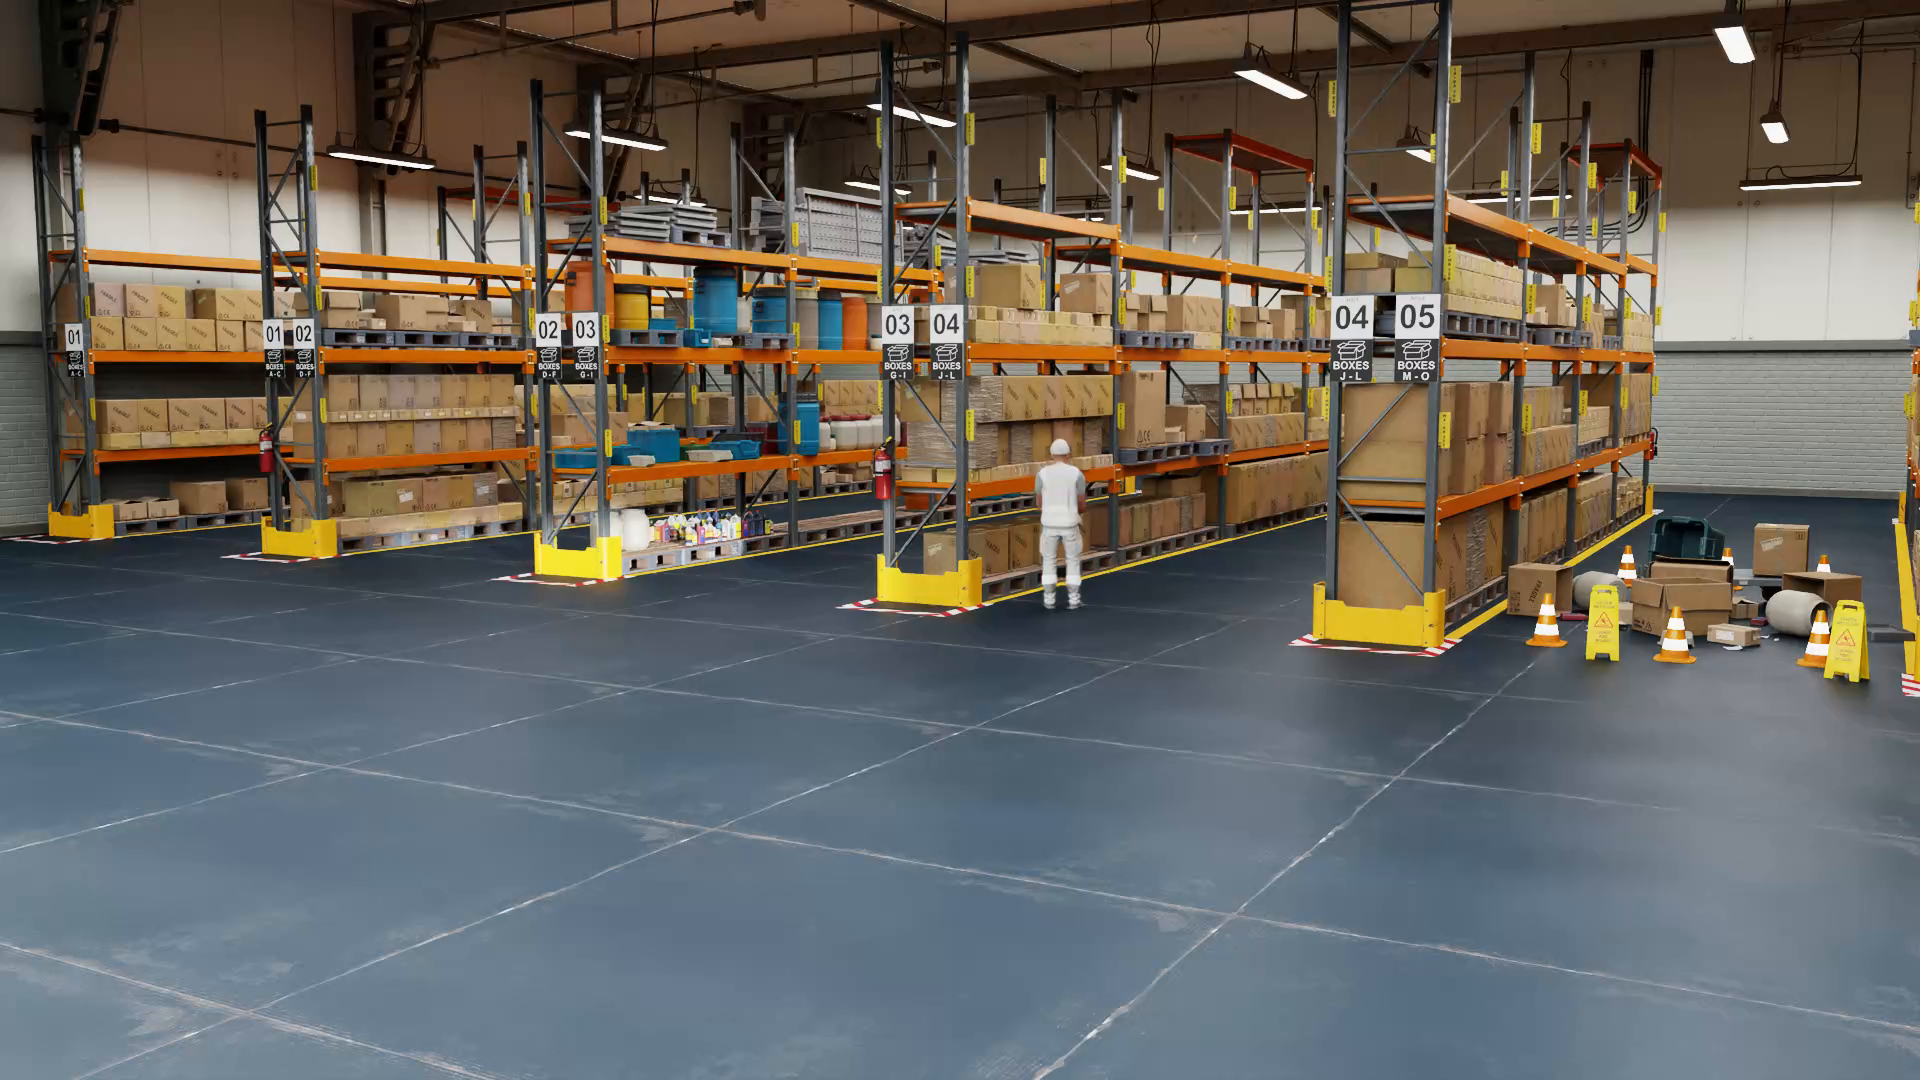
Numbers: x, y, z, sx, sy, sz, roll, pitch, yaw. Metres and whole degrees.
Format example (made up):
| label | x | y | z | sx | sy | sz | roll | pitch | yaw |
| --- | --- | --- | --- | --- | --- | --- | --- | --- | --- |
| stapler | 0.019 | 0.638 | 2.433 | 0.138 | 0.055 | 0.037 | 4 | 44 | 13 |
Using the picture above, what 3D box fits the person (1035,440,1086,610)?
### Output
| label | x | y | z | sx | sy | sz | roll | pitch | yaw |
| --- | --- | --- | --- | --- | --- | --- | --- | --- | --- |
| person | 1.061 | -0.167 | 17.576 | 0.534 | 1.792 | 0.462 | 1 | 6 | 9 |
